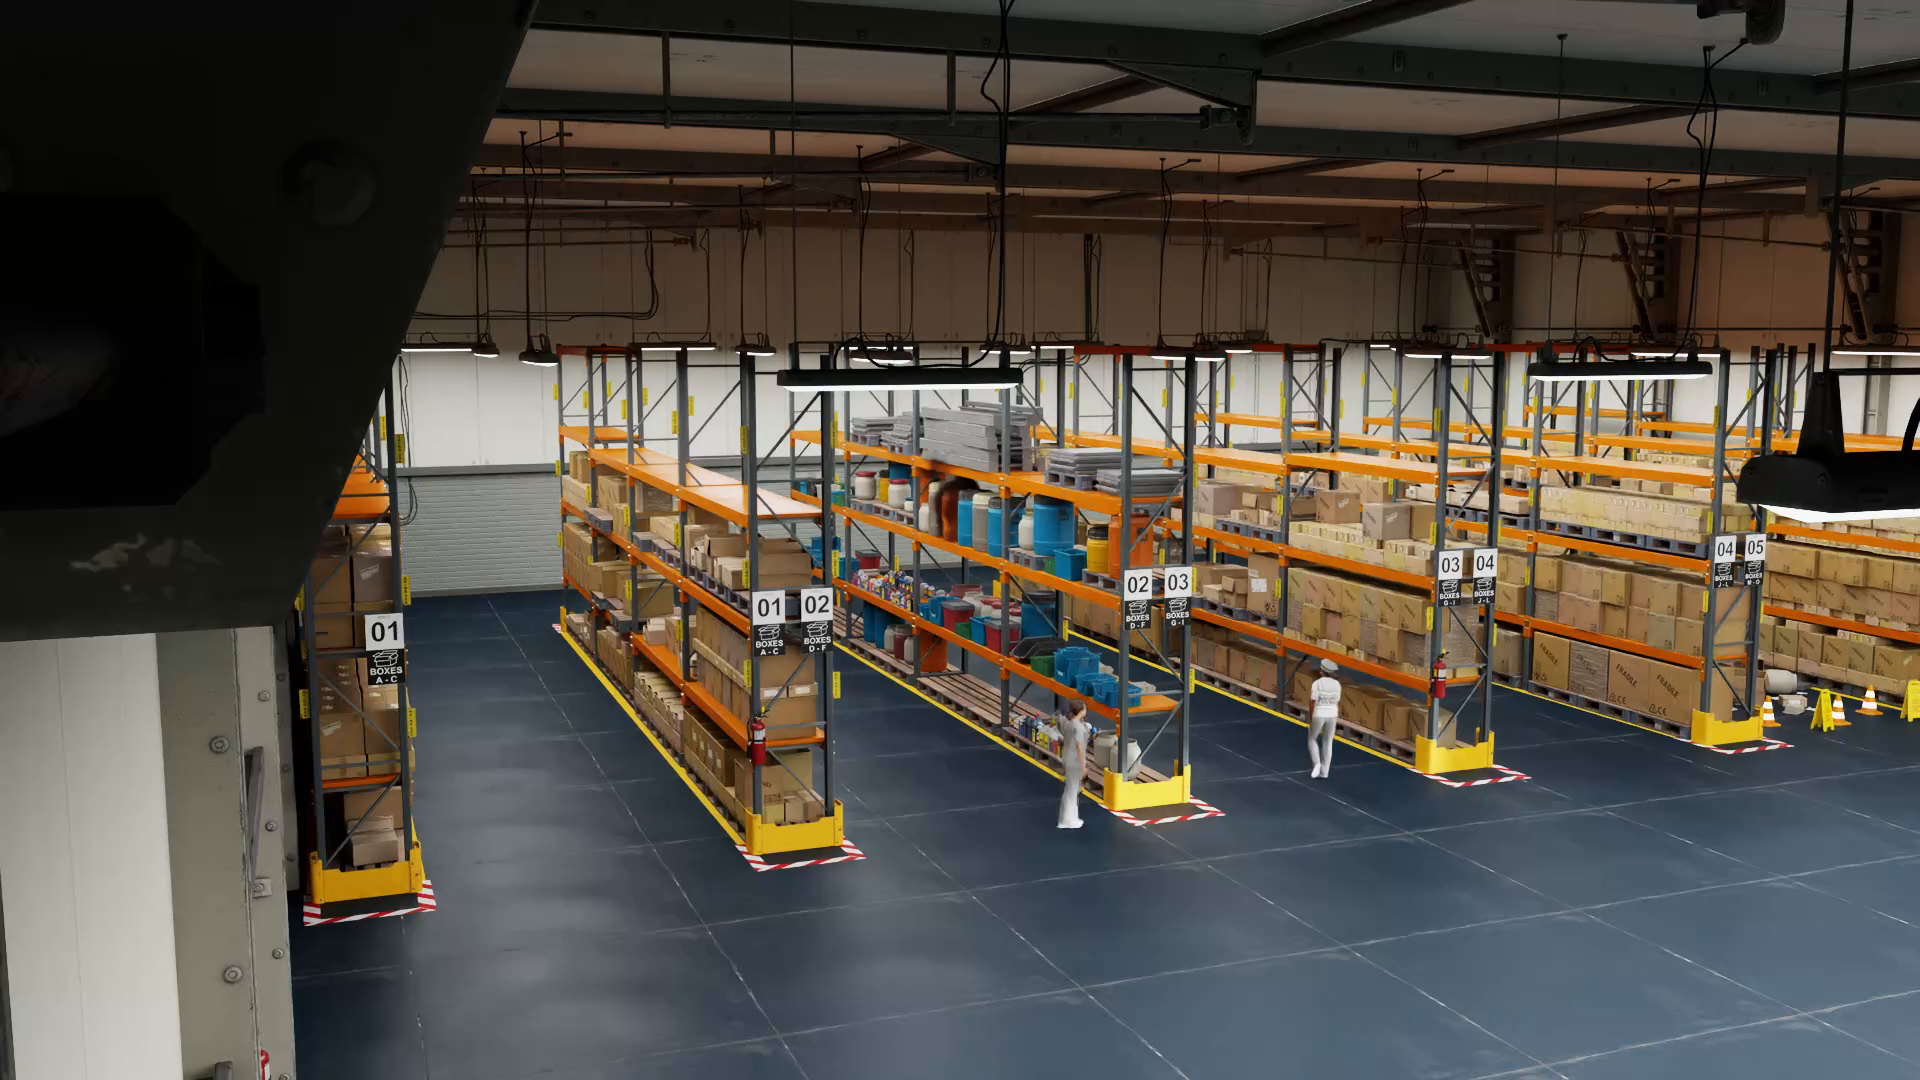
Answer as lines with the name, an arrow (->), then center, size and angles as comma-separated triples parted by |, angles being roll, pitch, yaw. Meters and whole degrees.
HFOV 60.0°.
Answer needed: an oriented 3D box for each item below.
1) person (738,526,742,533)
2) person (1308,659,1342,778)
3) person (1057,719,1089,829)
person -> -5.236, 0.453, 39.631 | 0.862, 1.702, 0.545 | 0, 7, -4
person -> 5.134, 2.516, 23.413 | 0.447, 1.684, 0.450 | 1, 7, 7
person -> 1.454, 2.979, 21.135 | 0.432, 1.452, 0.495 | -2, 8, -17
